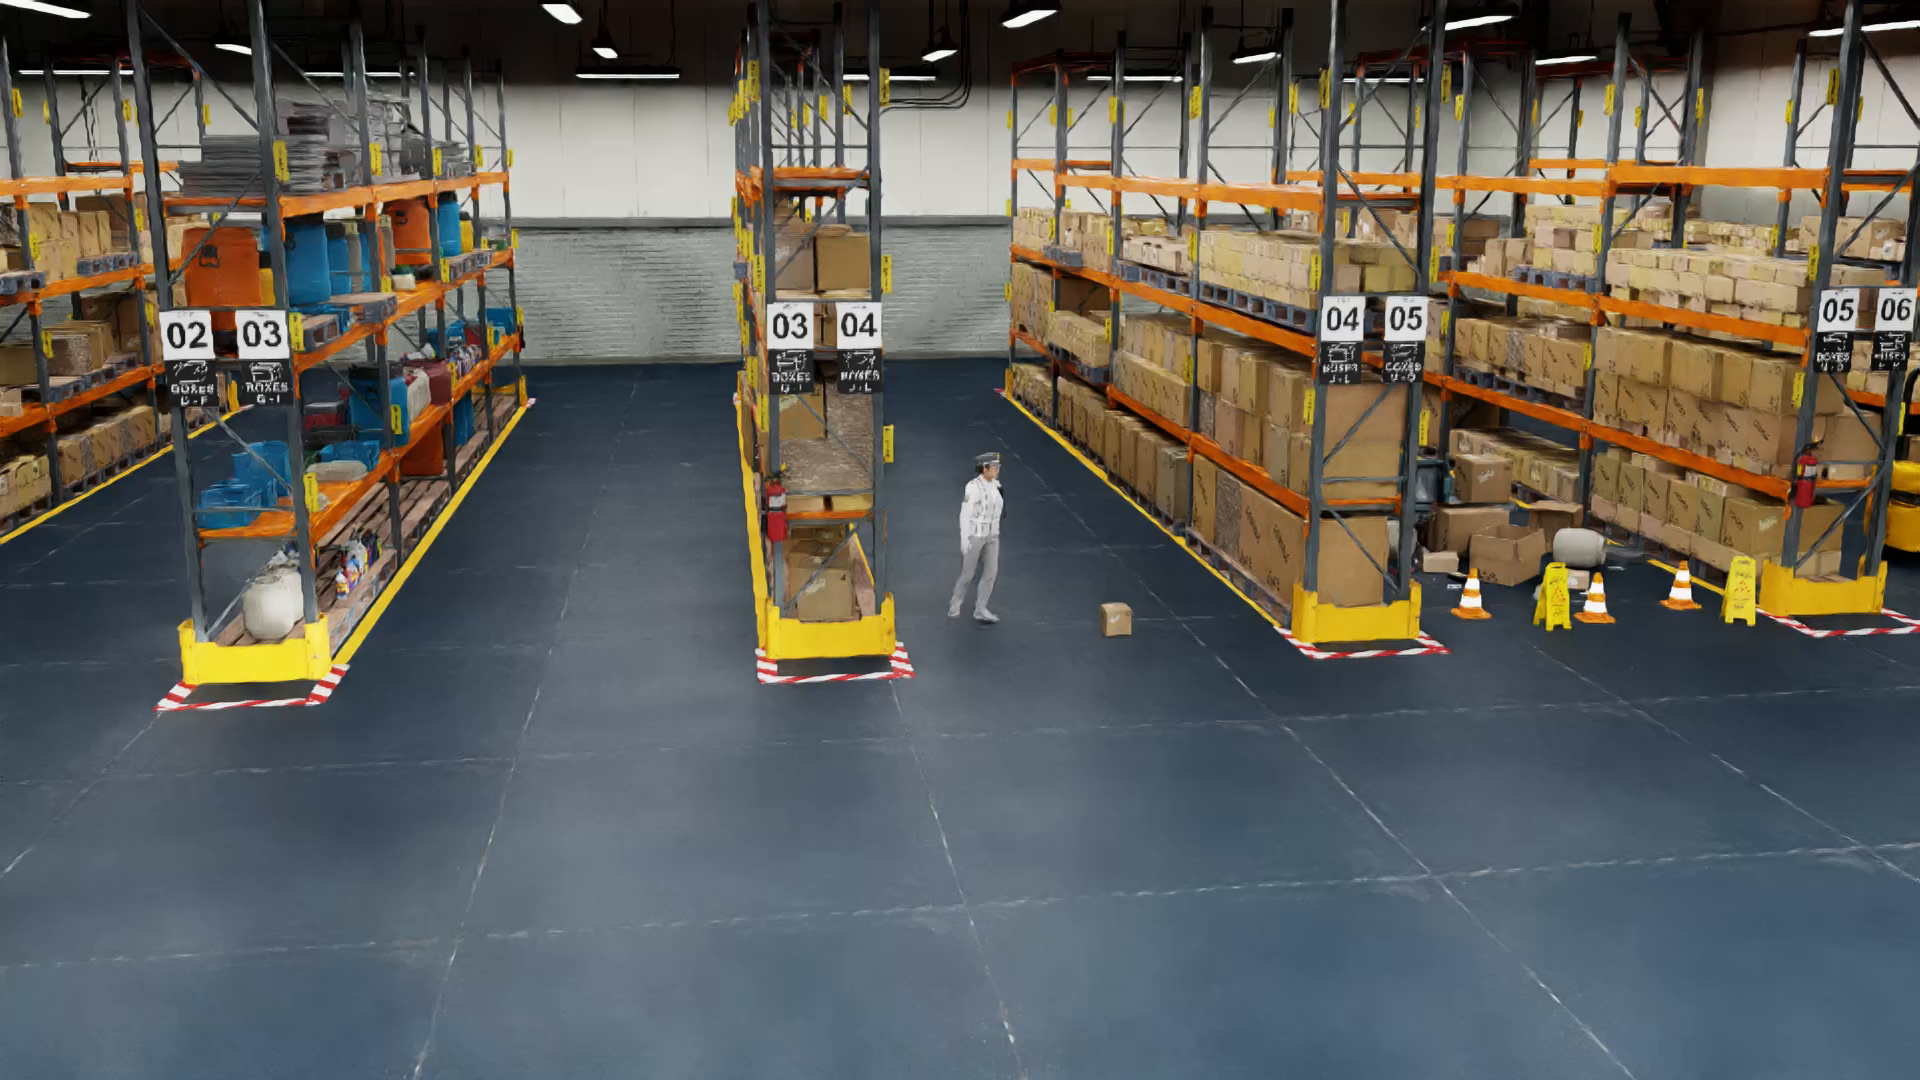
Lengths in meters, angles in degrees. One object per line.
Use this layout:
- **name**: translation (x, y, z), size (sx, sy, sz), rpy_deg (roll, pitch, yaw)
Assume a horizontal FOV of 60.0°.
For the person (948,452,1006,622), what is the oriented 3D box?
- **person**: translation (0.157, -0.051, 16.180), size (0.525, 1.667, 0.530), rpy_deg (-11, 17, -40)
